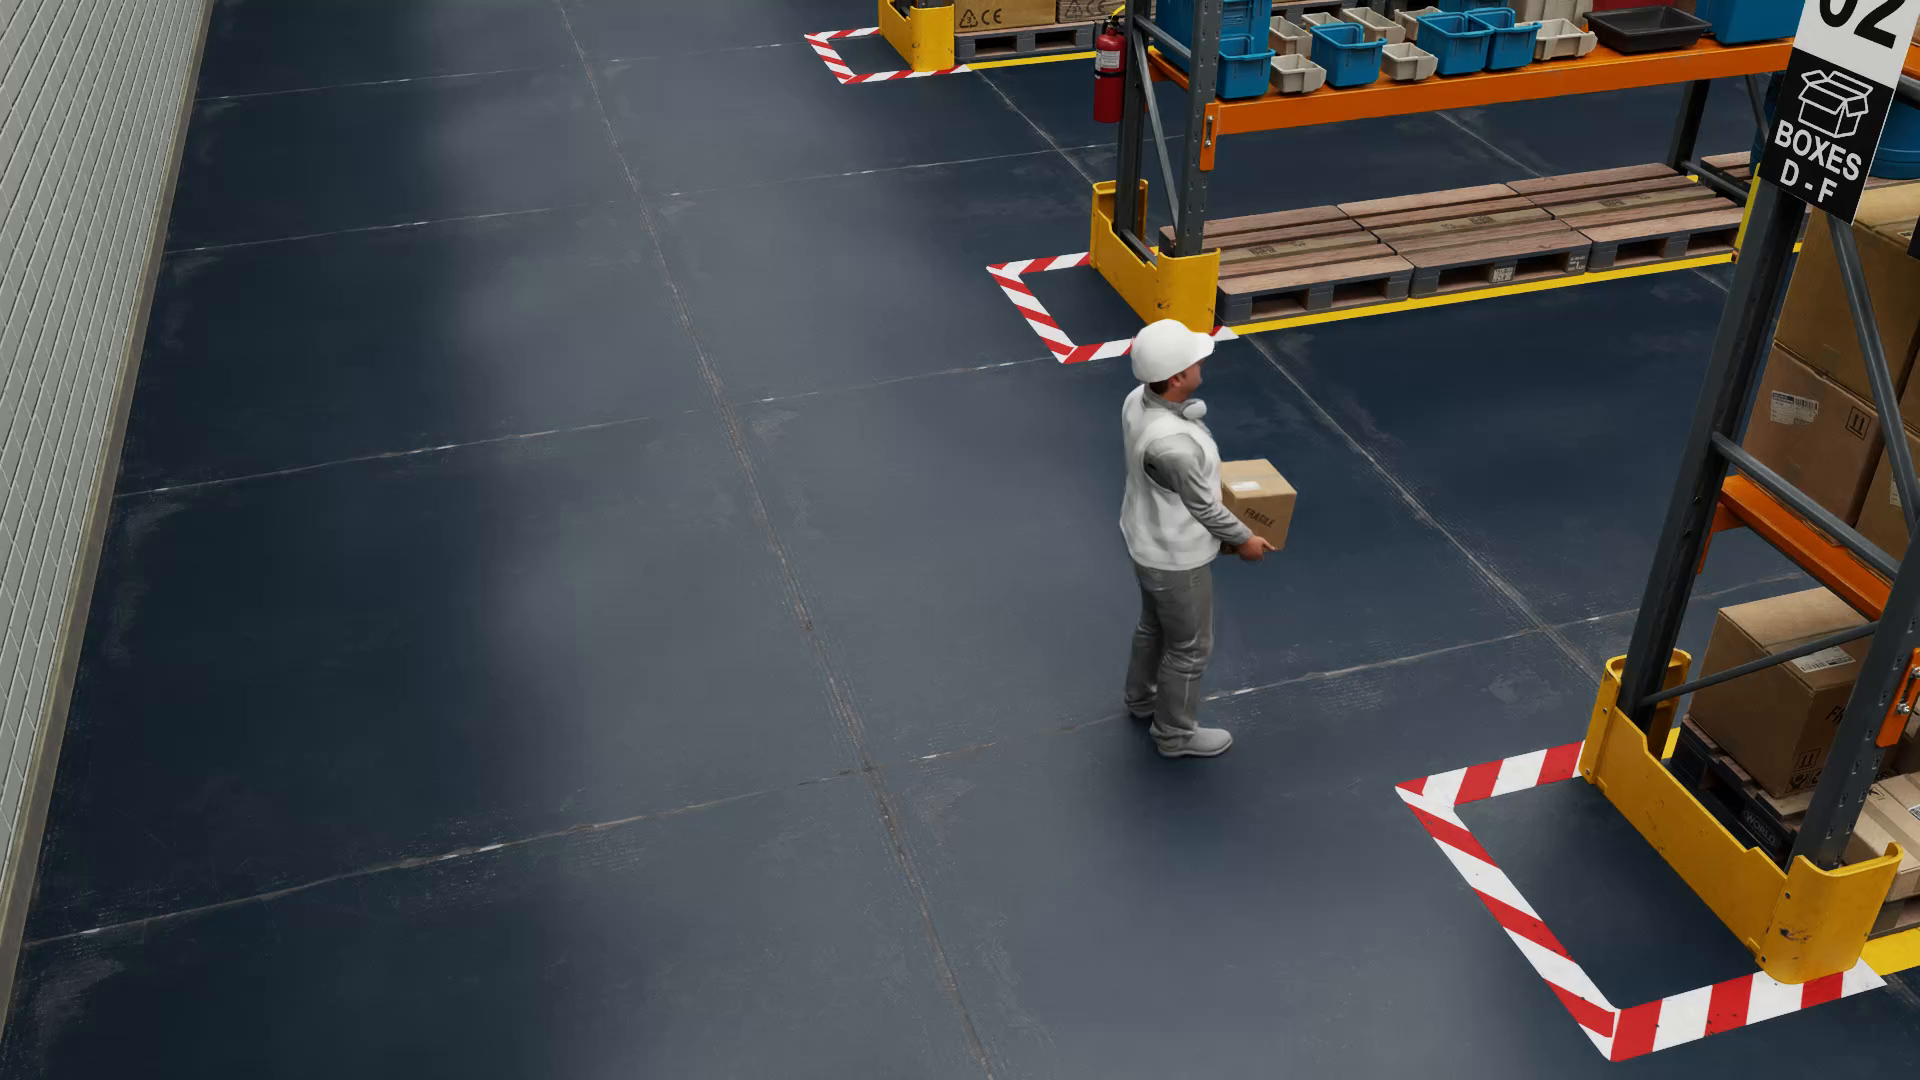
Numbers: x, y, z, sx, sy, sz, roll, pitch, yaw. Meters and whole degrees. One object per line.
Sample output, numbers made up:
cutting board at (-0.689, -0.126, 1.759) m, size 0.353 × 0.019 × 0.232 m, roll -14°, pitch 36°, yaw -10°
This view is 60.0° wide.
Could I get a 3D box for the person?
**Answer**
person at (0.855, -0.003, 6.120) m, size 0.545 × 1.775 × 0.501 m, roll -3°, pitch 34°, yaw -5°
